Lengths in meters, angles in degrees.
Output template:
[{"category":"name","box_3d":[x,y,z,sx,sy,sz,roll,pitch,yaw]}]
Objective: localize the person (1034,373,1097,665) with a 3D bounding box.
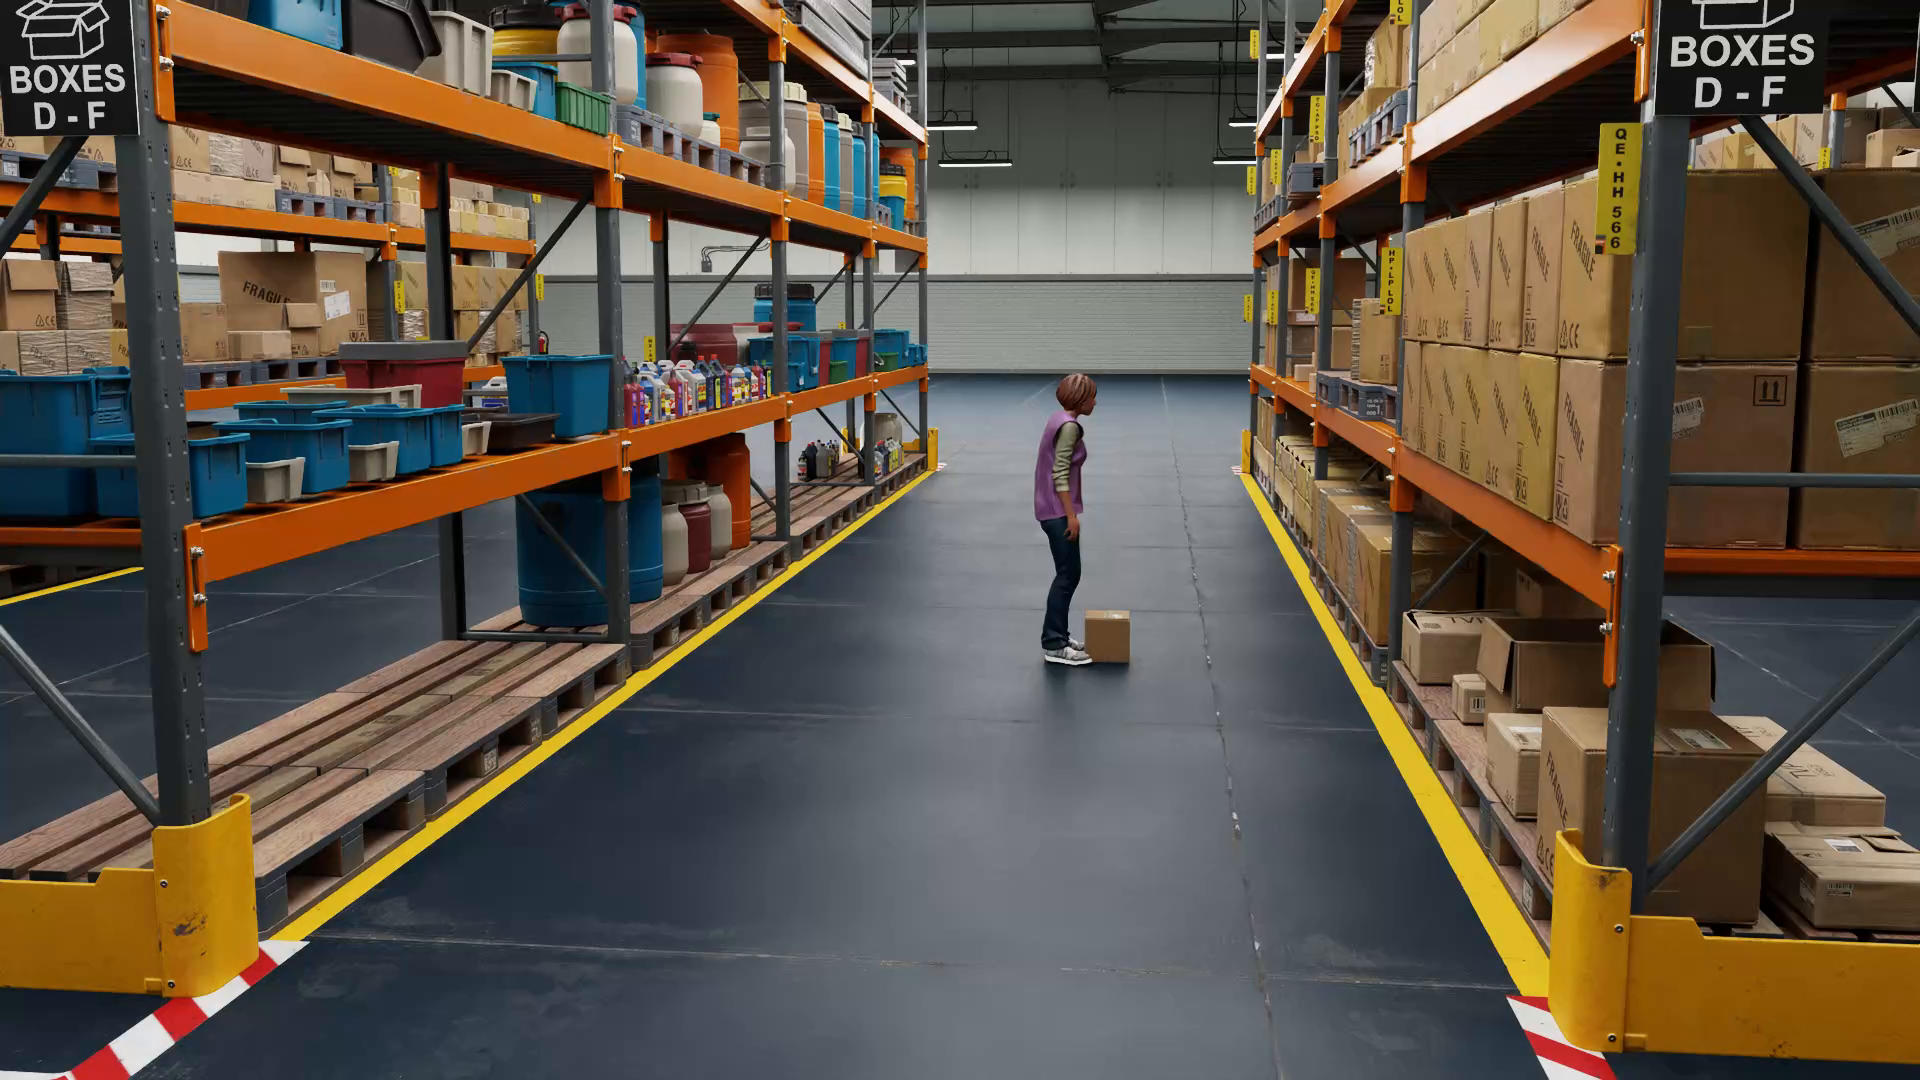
[{"category":"person","box_3d":[0.585,-0.127,9.270,0.342,1.593,0.485,0,8,3]}]
